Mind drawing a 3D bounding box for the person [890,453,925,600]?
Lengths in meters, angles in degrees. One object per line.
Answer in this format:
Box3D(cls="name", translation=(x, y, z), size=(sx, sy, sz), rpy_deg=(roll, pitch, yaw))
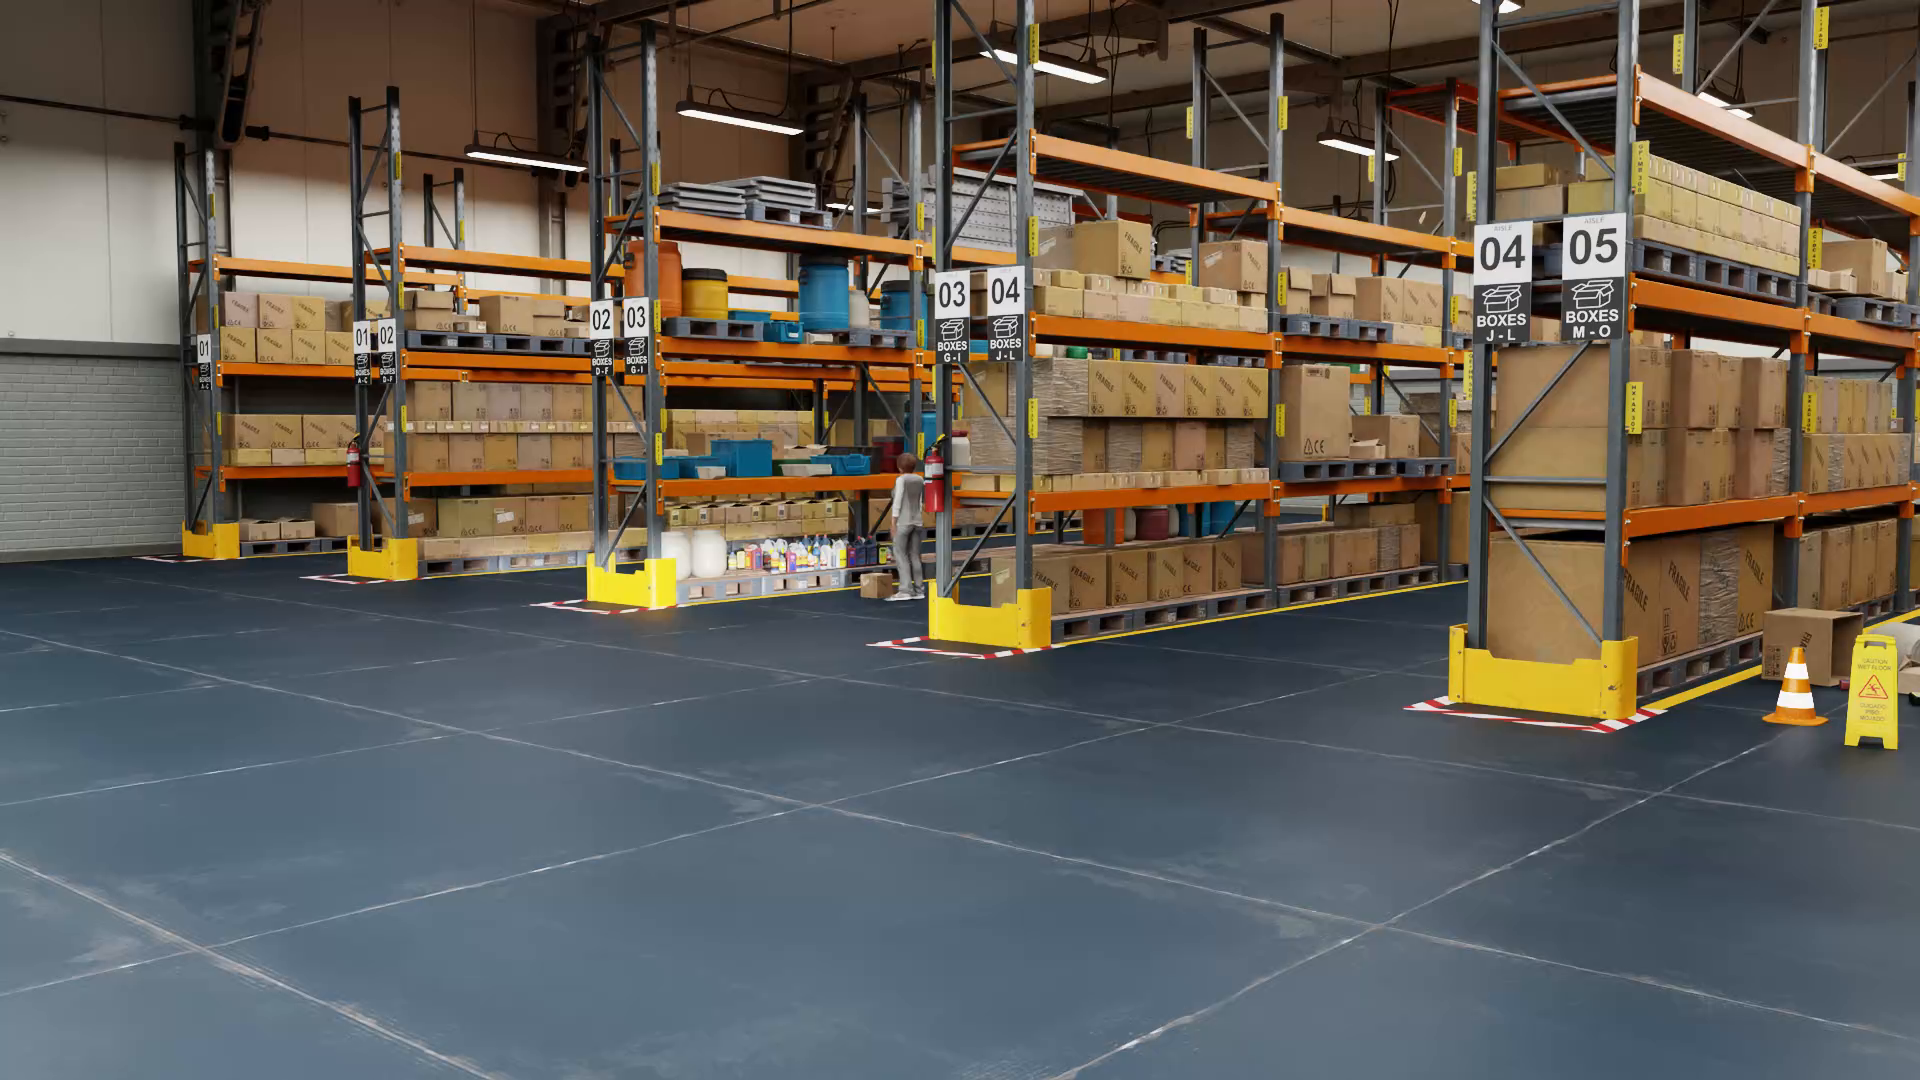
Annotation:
Box3D(cls="person", translation=(-0.575, -0.142, 17.958), size=(0.305, 1.590, 0.407), rpy_deg=(3, 5, 42))
